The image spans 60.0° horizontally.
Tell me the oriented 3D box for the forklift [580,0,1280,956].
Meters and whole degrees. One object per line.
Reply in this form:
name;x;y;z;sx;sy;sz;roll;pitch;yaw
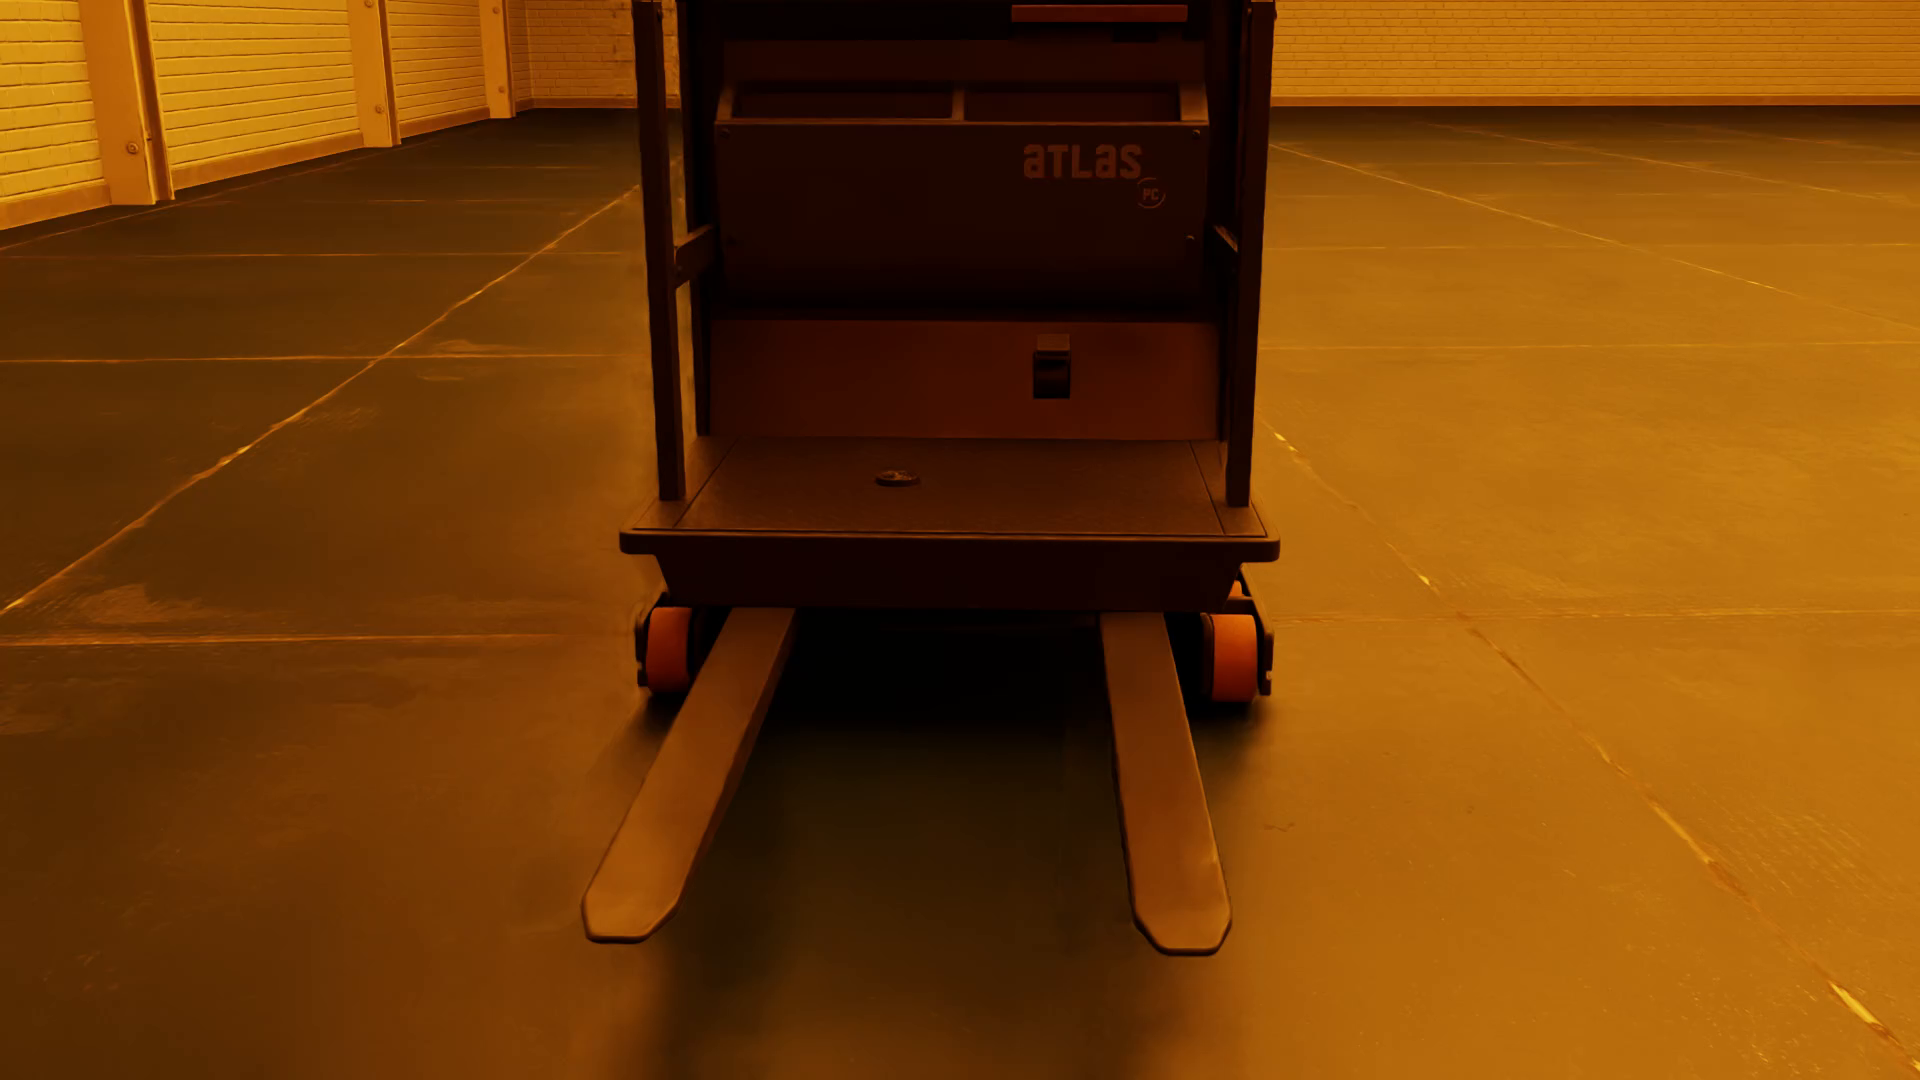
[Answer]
forklift;-0.003;-1.203;2.841;1.130;2.935;3.031;1;17;2
